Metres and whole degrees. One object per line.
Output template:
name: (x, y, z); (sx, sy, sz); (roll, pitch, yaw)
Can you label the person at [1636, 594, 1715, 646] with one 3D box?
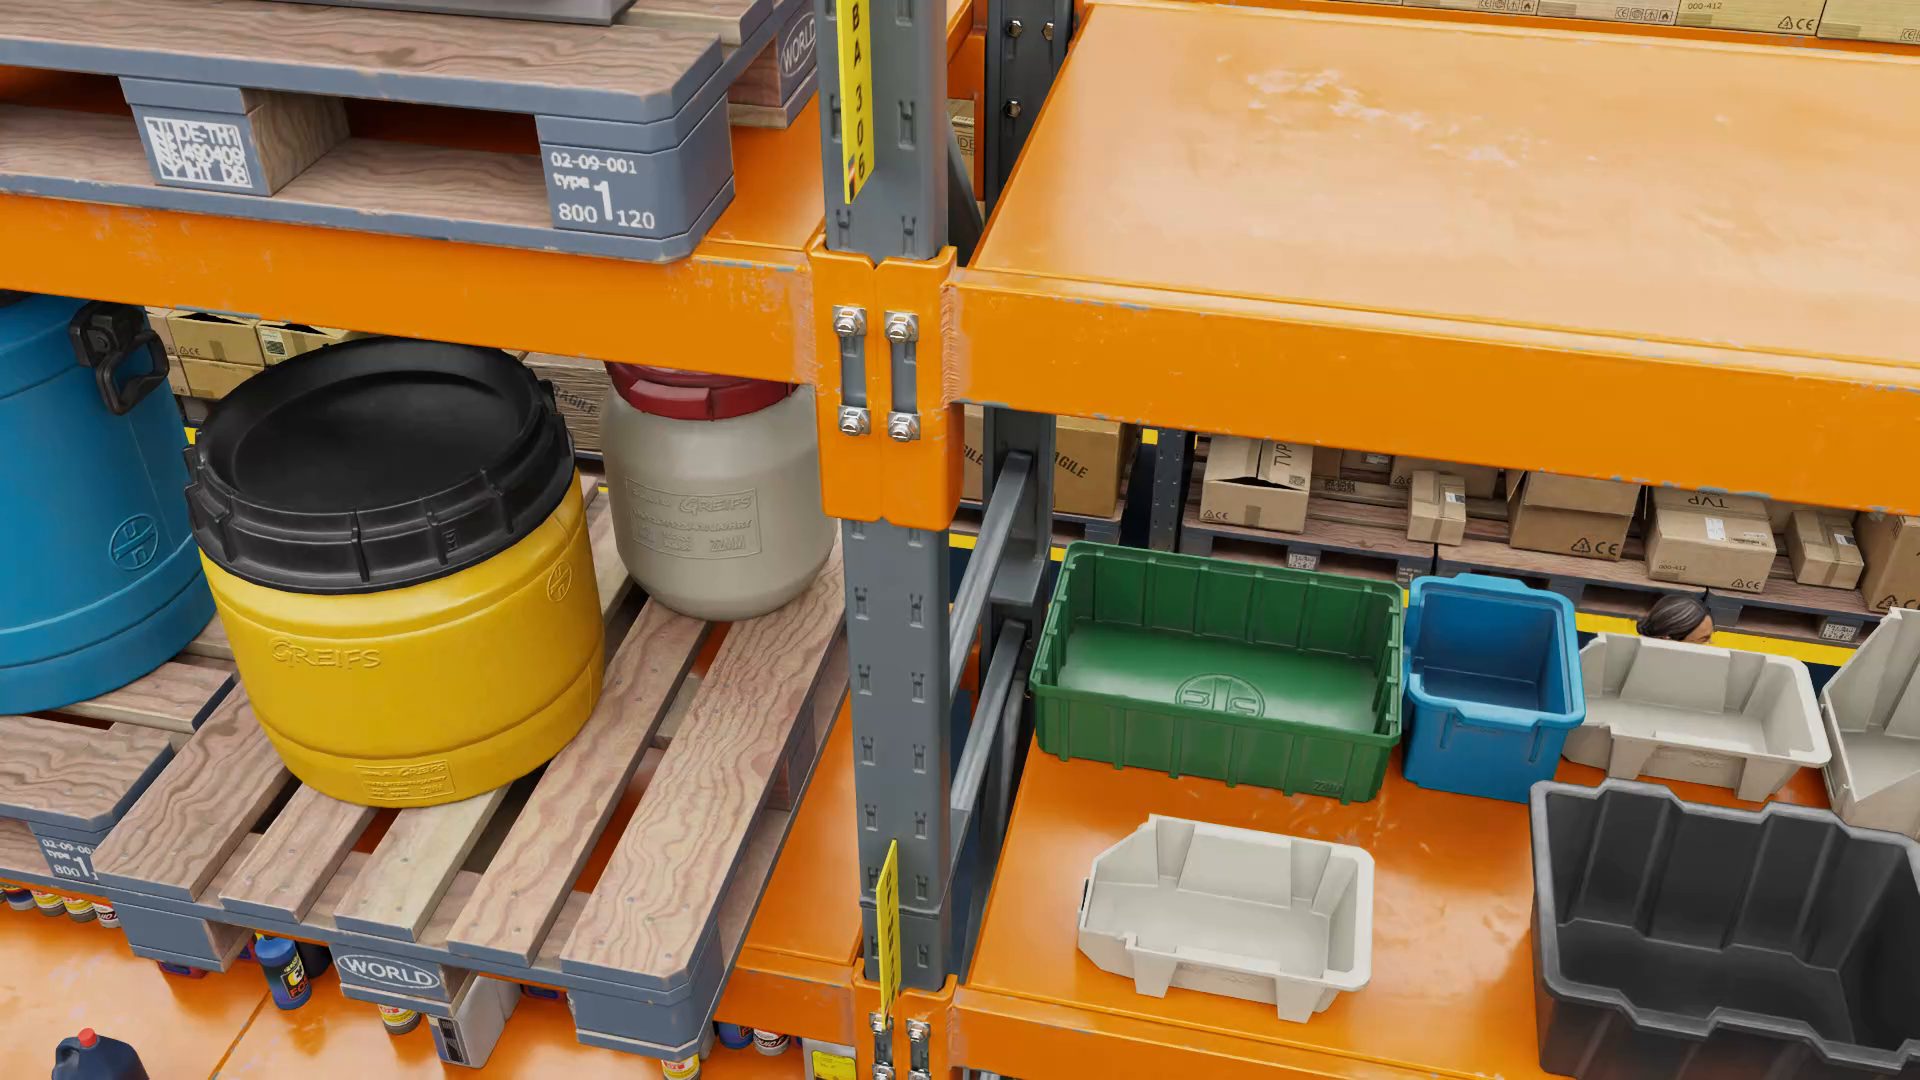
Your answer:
person: (2.390, 0.887, 5.771); (0.443, 1.667, 0.486); (19, 41, 23)
